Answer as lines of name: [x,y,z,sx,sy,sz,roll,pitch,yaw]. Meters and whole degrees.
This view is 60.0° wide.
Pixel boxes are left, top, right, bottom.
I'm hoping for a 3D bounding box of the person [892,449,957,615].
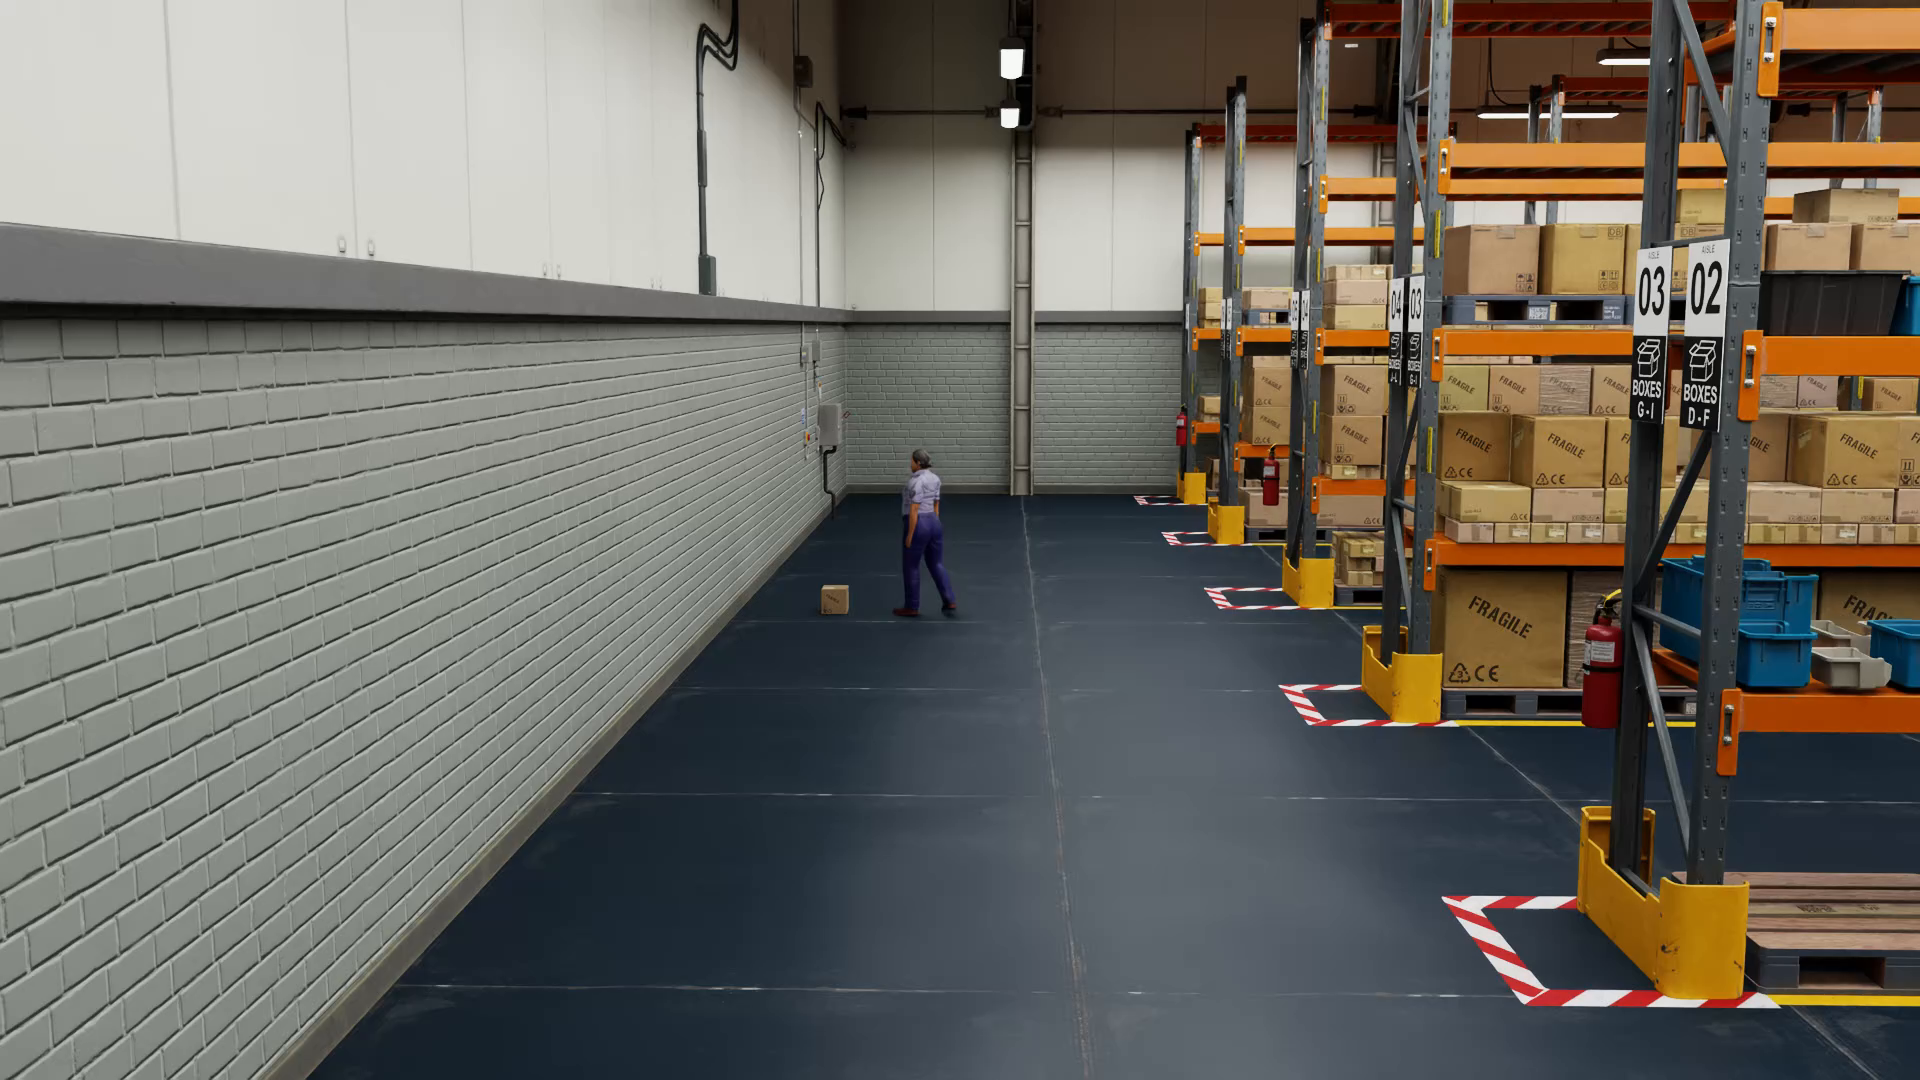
person: [-0.345,-0.079,16.383,0.614,1.647,0.521,6,9,37]
